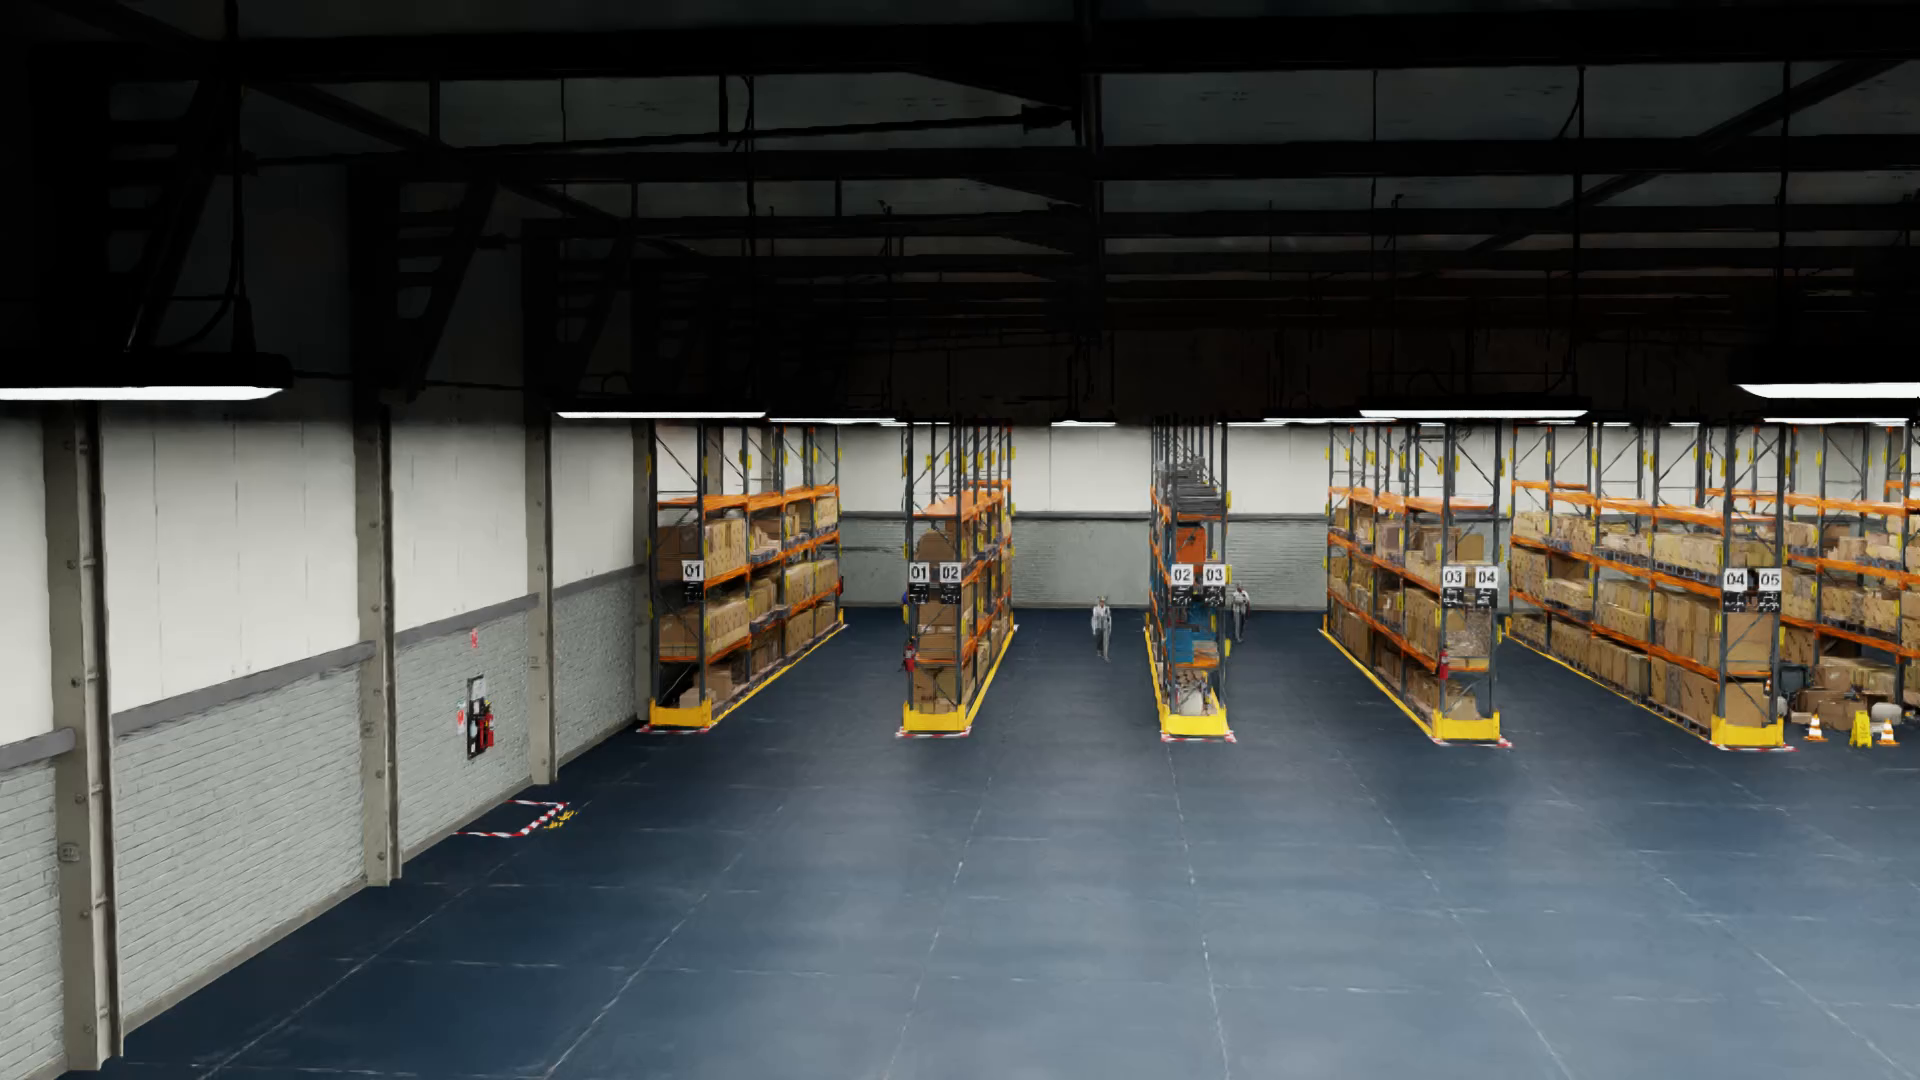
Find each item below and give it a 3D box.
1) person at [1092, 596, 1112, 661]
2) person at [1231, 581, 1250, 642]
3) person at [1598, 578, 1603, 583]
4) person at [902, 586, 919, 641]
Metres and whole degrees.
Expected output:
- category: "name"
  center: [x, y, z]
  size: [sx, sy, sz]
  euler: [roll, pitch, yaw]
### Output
- category: "person"
  center: [3.492, 2.149, 41.027]
  size: [0.495, 1.589, 1.086]
  euler: [0, 4, 7]
- category: "person"
  center: [7.531, 1.903, 44.592]
  size: [0.461, 1.626, 0.989]
  euler: [0, 4, 4]
- category: "person"
  center: [17.183, 1.858, 44.936]
  size: [0.396, 1.669, 0.557]
  euler: [1, 4, 15]
- category: "person"
  center: [-1.338, 1.910, 44.736]
  size: [0.447, 1.574, 1.088]
  euler: [0, 4, 7]
